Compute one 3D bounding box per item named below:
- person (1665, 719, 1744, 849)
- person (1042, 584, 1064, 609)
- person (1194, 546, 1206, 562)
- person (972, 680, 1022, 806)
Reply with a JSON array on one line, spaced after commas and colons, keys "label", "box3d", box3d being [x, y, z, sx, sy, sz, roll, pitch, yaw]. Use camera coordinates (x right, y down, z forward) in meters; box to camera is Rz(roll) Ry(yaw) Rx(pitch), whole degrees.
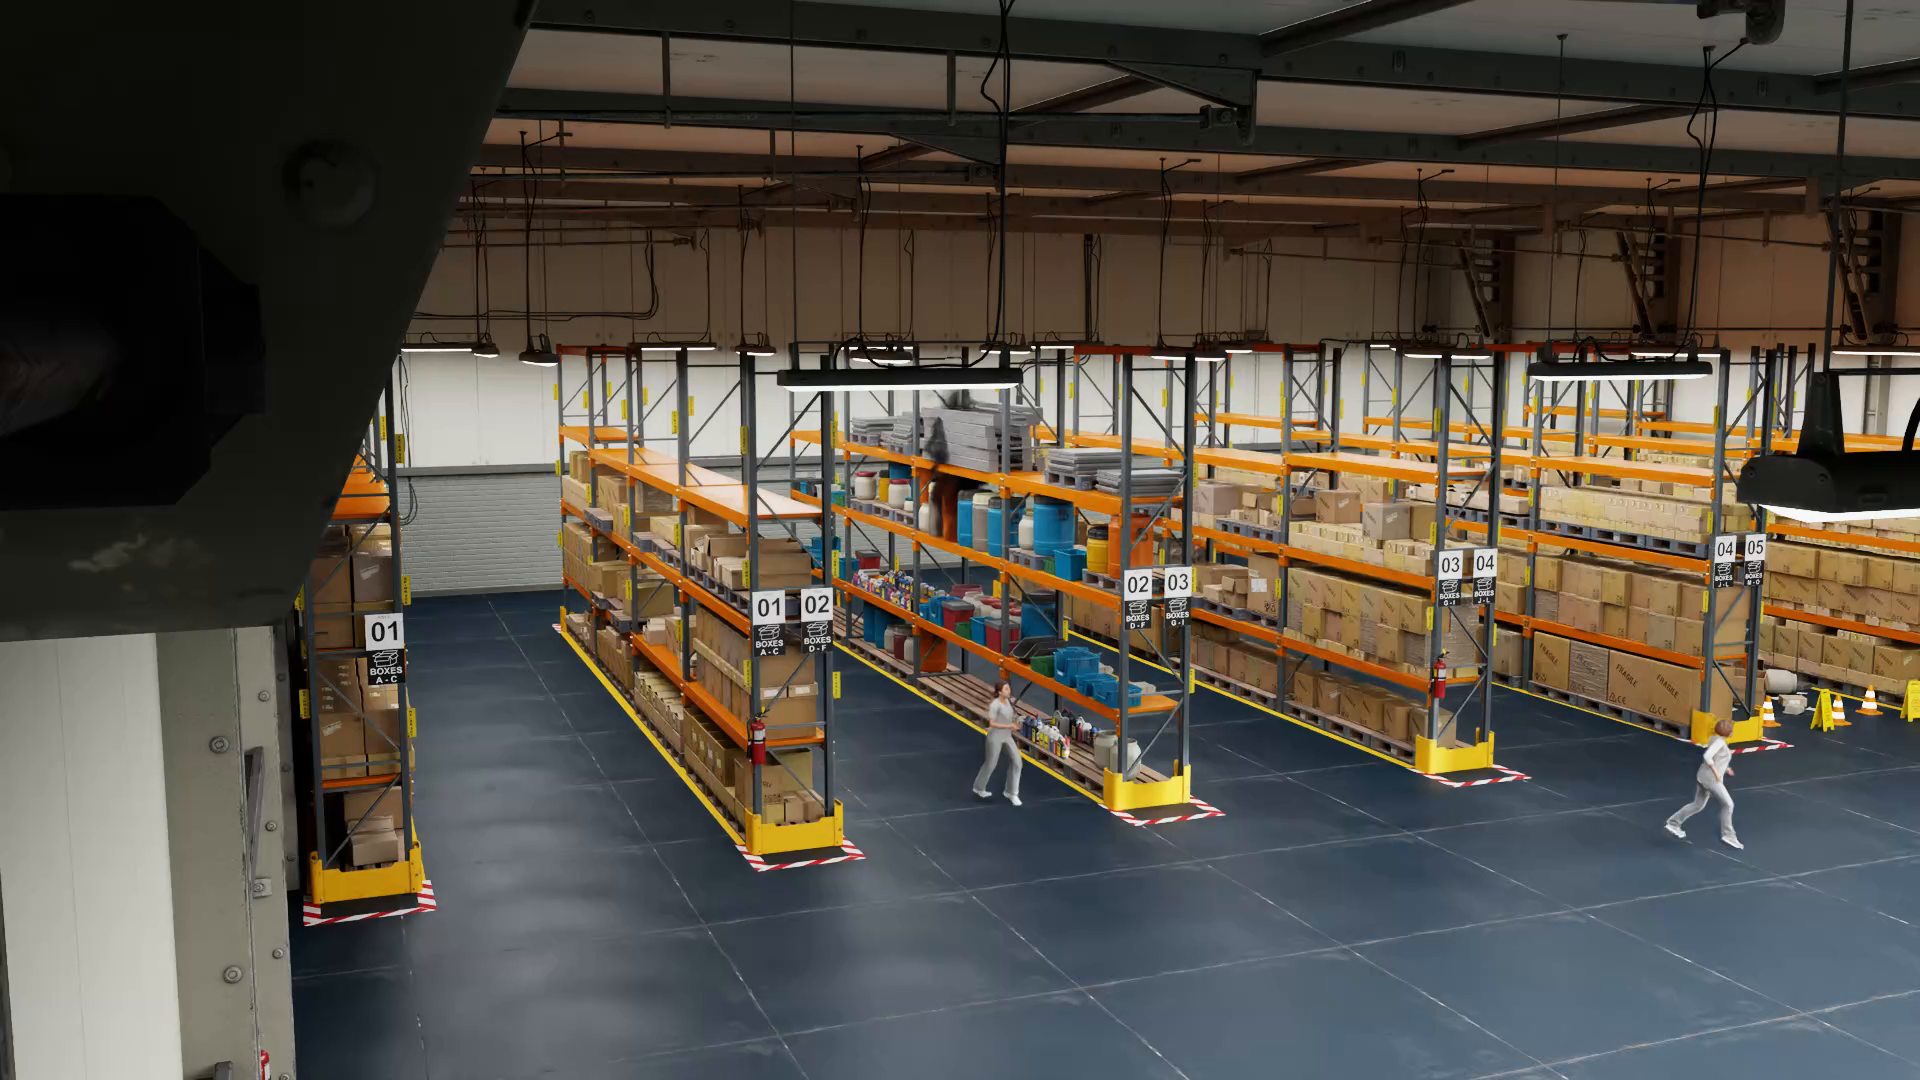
[{"label": "person", "box3d": [9.155, 2.971, 20.351, 0.893, 1.589, 0.556, 2, 7, 13]}, {"label": "person", "box3d": [1.587, 1.596, 30.569, 0.631, 1.778, 0.791, -5, 9, -34]}, {"label": "person", "box3d": [6.012, 0.210, 41.705, 0.587, 1.699, 0.737, 2, 8, 18]}, {"label": "person", "box3d": [0.512, 2.697, 22.201, 0.809, 1.710, 0.507, 6, 10, 41]}]
